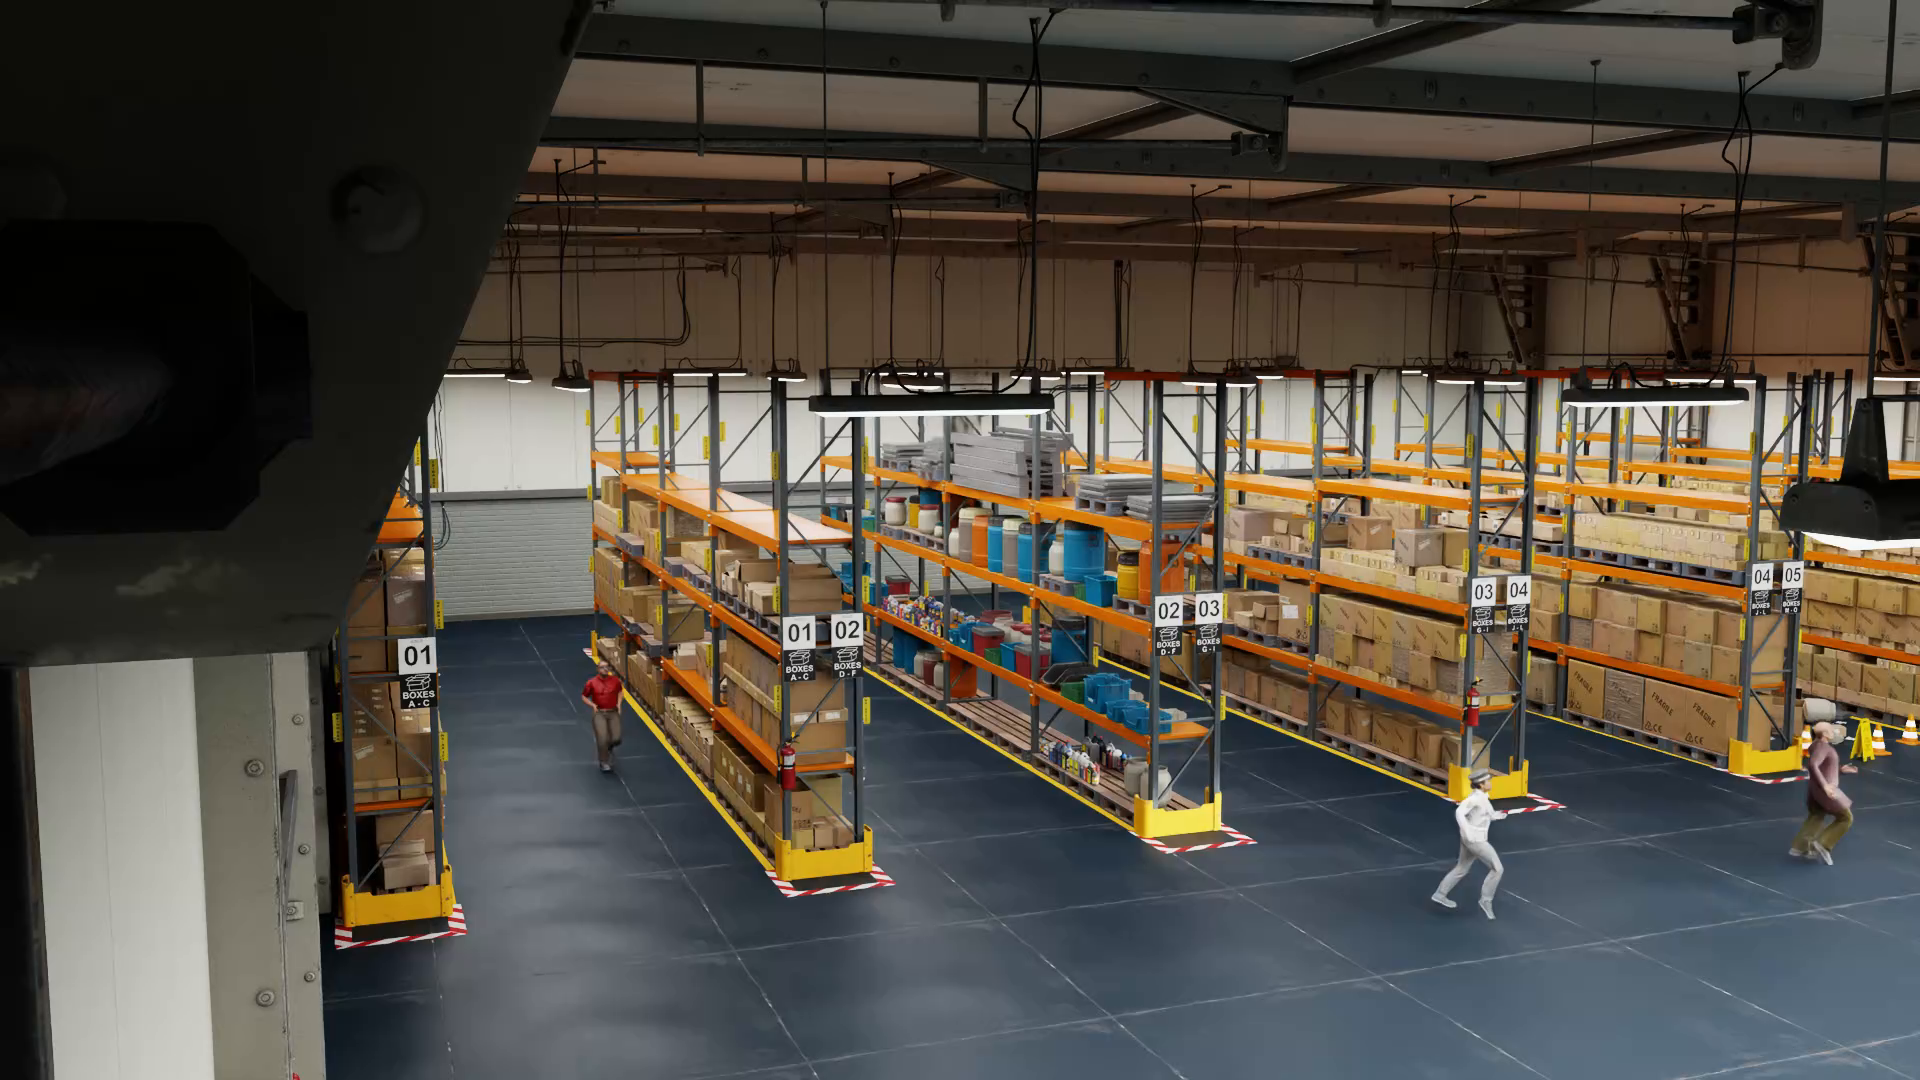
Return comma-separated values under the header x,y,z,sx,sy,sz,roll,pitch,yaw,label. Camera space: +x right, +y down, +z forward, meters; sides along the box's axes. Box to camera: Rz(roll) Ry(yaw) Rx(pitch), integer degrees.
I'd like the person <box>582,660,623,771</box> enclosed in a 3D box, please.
x,y,z,sx,sy,sz,roll,pitch,yaw,label
-5.406,2.671,25.343,0.659,1.672,0.588,-3,7,-27,person

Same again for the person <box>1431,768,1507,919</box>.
x,y,z,sx,sy,sz,roll,pitch,yaw,label
5.755,3.424,18.792,0.792,1.743,0.590,1,6,10,person

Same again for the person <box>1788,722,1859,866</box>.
x,y,z,sx,sy,sz,roll,pitch,yaw,label
10.774,3.149,20.696,0.761,1.790,0.684,1,6,7,person
